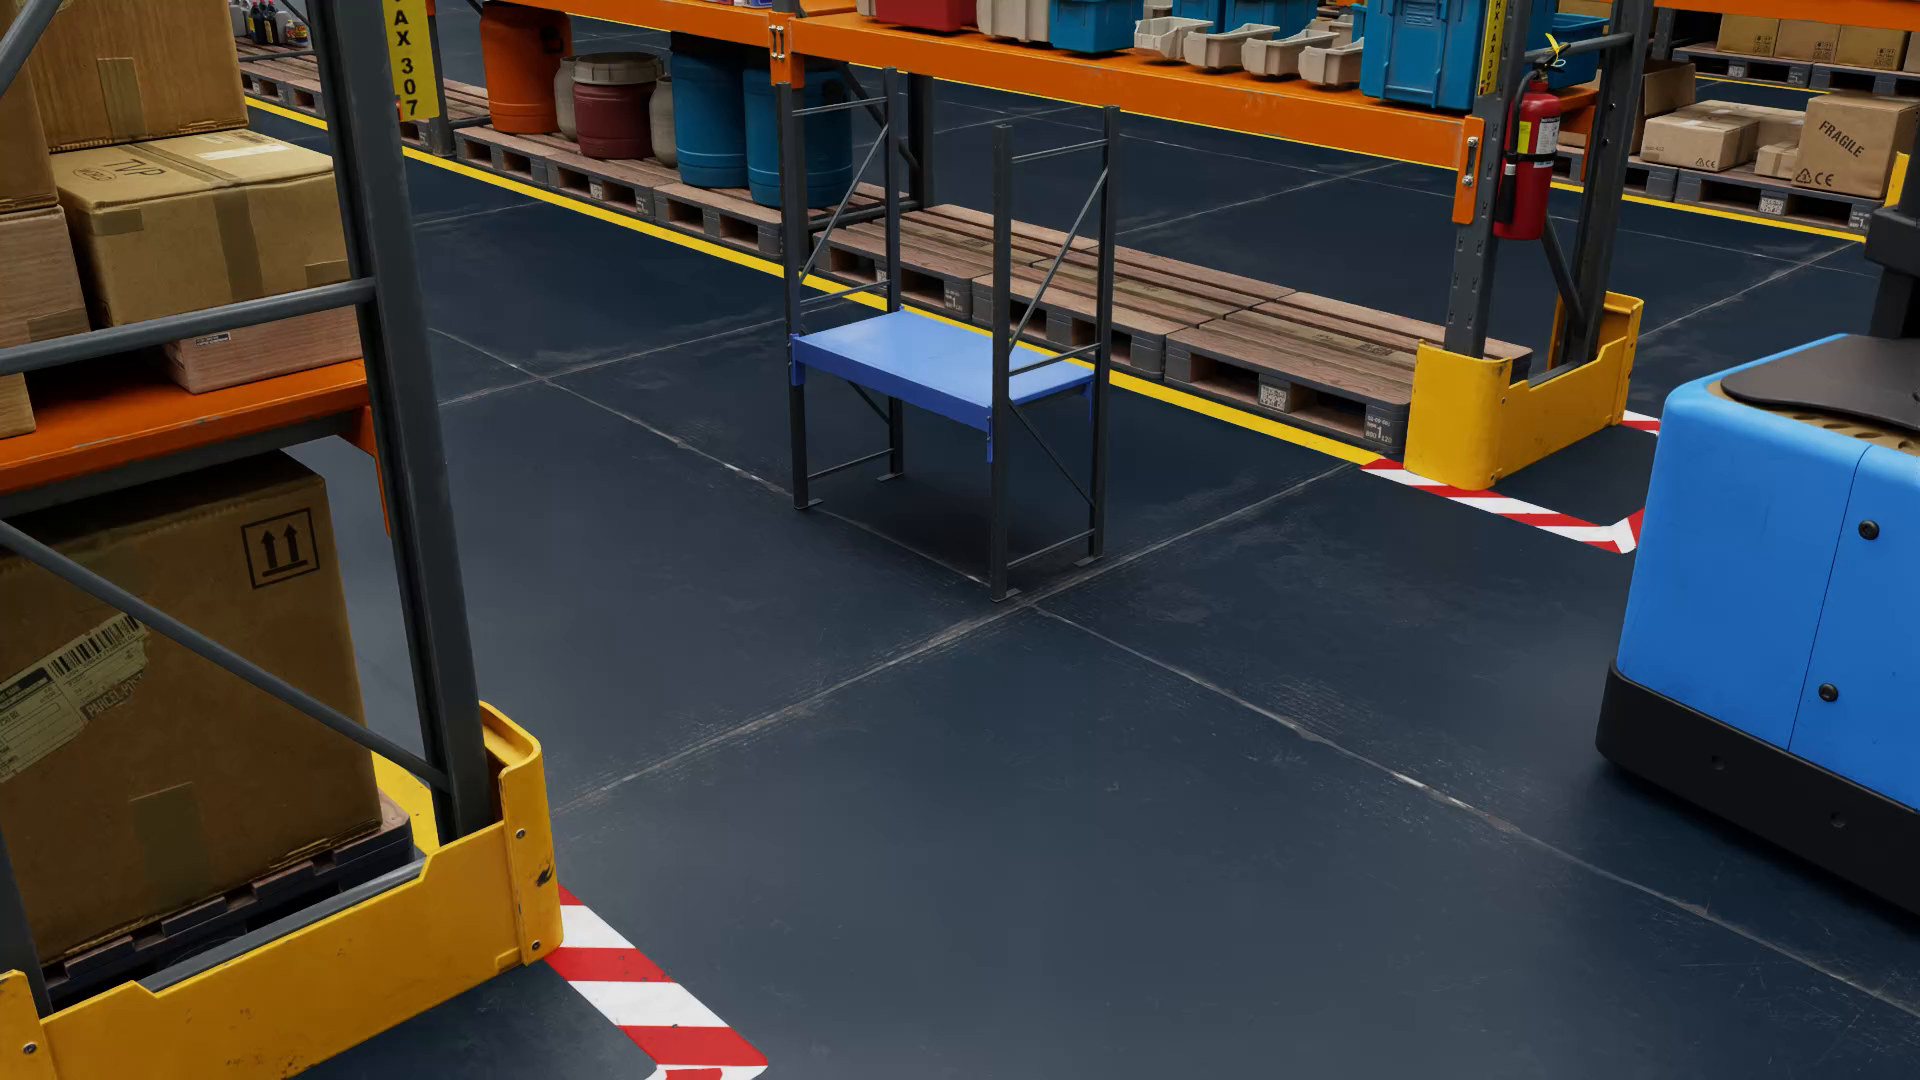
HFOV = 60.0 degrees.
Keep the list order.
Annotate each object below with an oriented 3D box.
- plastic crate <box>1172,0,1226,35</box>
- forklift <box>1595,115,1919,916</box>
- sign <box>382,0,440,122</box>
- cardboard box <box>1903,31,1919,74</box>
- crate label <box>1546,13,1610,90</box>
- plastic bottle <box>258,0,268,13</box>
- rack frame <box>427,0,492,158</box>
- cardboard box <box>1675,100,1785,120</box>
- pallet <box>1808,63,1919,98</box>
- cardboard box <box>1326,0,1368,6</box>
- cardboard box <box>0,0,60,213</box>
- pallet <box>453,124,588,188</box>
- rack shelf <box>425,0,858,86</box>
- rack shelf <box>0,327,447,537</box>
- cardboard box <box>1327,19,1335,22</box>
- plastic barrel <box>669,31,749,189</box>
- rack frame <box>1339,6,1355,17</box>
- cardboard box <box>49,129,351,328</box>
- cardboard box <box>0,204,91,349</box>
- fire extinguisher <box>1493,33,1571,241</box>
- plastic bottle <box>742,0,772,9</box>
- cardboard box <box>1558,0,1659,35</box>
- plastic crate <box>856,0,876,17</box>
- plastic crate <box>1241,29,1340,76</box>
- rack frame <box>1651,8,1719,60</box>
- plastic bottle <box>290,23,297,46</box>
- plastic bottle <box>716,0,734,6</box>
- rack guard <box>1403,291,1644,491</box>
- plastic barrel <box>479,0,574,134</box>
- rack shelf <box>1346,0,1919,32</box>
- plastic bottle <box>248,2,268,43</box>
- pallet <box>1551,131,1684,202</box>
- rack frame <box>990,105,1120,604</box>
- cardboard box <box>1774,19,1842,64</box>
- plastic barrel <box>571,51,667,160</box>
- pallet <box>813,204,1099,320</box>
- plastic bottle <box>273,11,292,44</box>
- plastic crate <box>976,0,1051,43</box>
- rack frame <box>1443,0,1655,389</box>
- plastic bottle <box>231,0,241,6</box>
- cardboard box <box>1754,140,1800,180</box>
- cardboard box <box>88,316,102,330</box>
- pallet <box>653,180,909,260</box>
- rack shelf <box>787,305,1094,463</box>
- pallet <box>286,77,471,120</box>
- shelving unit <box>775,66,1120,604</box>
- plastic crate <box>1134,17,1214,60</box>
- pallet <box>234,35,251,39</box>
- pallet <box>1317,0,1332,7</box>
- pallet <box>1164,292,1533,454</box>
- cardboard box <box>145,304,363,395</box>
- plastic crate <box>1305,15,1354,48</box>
[{"bbox_3d":[1.151,-2.365,7.449,0.416,0.233,0.300,-21,32,-38],"label":"plastic crate"},{"bbox_3d":[3.170,-0.914,4.221,3.031,2.935,1.130,-16,29,-32],"label":"forklift"},{"bbox_3d":[-1.022,-0.936,3.049,0.100,0.325,0.005,-21,32,-38],"label":"sign"},{"bbox_3d":[8.178,-4.107,13.645,0.500,0.500,0.700,23,33,40],"label":"cardboard box"},{"bbox_3d":[2.256,-1.875,6.375,0.416,0.233,0.303,-21,32,-38],"label":"crate label"},{"bbox_3d":[-6.395,-4.805,15.331,0.185,0.351,0.144,22,33,40],"label":"plastic bottle"},{"bbox_3d":[-3.284,-4.179,11.297,1.000,3.000,0.127,-21,32,-38],"label":"rack frame"},{"bbox_3d":[4.955,-2.657,10.743,0.500,0.250,0.500,-21,32,-38],"label":"cardboard box"},{"bbox_3d":[7.983,-3.887,14.016,1.003,0.211,1.213,-21,32,-38],"label":"pallet"},{"bbox_3d":[4.355,-5.943,17.246,0.750,0.750,0.750,-22,32,-39],"label":"cardboard box"},{"bbox_3d":[-1.956,-0.832,2.878,0.500,0.500,0.500,-21,32,-38],"label":"cardboard box"},{"bbox_3d":[-2.714,-2.683,11.378,1.003,0.211,1.213,-21,32,-38],"label":"pallet"},{"bbox_3d":[-1.917,-3.246,10.118,1.077,0.370,4.000,-21,32,-38],"label":"rack shelf"},{"bbox_3d":[-2.798,-0.629,4.381,1.077,0.370,4.000,-21,32,-38],"label":"rack shelf"},{"bbox_3d":[2.916,-3.650,12.618,0.500,0.500,0.500,22,33,39],"label":"cardboard box"},{"bbox_3d":[-1.393,-2.588,9.831,0.600,0.901,0.708,-21,32,-38],"label":"plastic barrel"},{"bbox_3d":[3.069,-4.371,11.718,1.000,3.000,0.127,-21,32,-38],"label":"rack frame"},{"bbox_3d":[-1.562,-0.639,3.360,0.500,0.250,0.500,-22,33,-40],"label":"cardboard box"},{"bbox_3d":[-1.956,-0.489,3.030,0.500,0.250,0.500,-22,32,-39],"label":"cardboard box"},{"bbox_3d":[1.956,-1.376,5.695,0.296,0.674,0.183,-21,32,-38],"label":"fire extinguisher"},{"bbox_3d":[-1.055,-2.939,8.727,0.152,0.276,0.135,-21,32,-38],"label":"plastic bottle"},{"bbox_3d":[6.143,-5.151,15.511,0.750,0.750,0.750,-21,32,-38],"label":"cardboard box"},{"bbox_3d":[-0.336,-2.693,8.285,0.396,0.136,0.243,-21,32,-38],"label":"plastic crate"},{"bbox_3d":[1.307,-1.950,6.657,0.396,0.136,0.243,-21,32,-38],"label":"plastic crate"},{"bbox_3d":[6.682,-5.778,14.801,1.000,3.000,0.127,-21,32,-38],"label":"rack frame"},{"bbox_3d":[-5.985,-4.570,14.994,0.097,0.201,0.097,0,25,0],"label":"plastic bottle"},{"bbox_3d":[-1.246,-2.999,8.851,0.061,0.283,0.133,-21,32,-38],"label":"plastic bottle"},{"bbox_3d":[2.210,-0.615,6.495,1.175,0.500,0.348,-21,32,-38],"label":"rack guard"},{"bbox_3d":[-2.937,-3.239,11.346,0.600,0.830,0.708,-21,32,-38],"label":"plastic barrel"},{"bbox_3d":[4.436,-3.438,10.539,1.077,0.370,4.000,-21,32,-38],"label":"rack shelf"},{"bbox_3d":[-6.372,-4.707,15.116,0.144,0.351,0.185,-21,32,-38],"label":"plastic bottle"},{"bbox_3d":[4.375,-2.524,11.030,1.003,0.211,1.213,-21,32,-38],"label":"pallet"},{"bbox_3d":[0.289,-0.554,5.158,0.500,1.500,0.032,-21,32,-38],"label":"rack frame"},{"bbox_3d":[7.459,-4.423,14.336,0.700,0.500,0.500,-22,32,-39],"label":"cardboard box"},{"bbox_3d":[-2.165,-2.788,10.646,0.600,0.588,0.708,-21,32,-38],"label":"plastic barrel"},{"bbox_3d":[-0.019,-1.487,8.755,1.003,0.211,1.213,-21,32,-38],"label":"pallet"},{"bbox_3d":[-6.156,-4.663,15.109,0.152,0.276,0.135,-20,31,-37],"label":"plastic bottle"},{"bbox_3d":[0.360,-2.426,7.524,0.437,0.282,0.530,-21,32,-38],"label":"plastic crate"},{"bbox_3d":[2.184,-1.755,5.984,1.000,3.000,0.127,-21,32,-38],"label":"rack frame"},{"bbox_3d":[-6.813,-4.991,15.737,0.144,0.351,0.185,-20,31,-36],"label":"plastic bottle"},{"bbox_3d":[5.040,-2.314,10.091,0.380,0.166,0.250,-21,32,-38],"label":"cardboard box"},{"bbox_3d":[-1.785,-0.592,3.736,0.380,0.149,0.250,-22,33,-40],"label":"cardboard box"},{"bbox_3d":[-1.047,-1.944,9.757,1.003,0.211,1.213,-21,32,-38],"label":"pallet"},{"bbox_3d":[-0.058,-0.545,5.570,0.538,0.185,1.000,-21,32,-38],"label":"rack shelf"},{"bbox_3d":[-4.614,-3.526,13.224,1.003,0.211,1.213,-21,32,-38],"label":"pallet"},{"bbox_3d":[-0.058,-0.708,5.495,0.538,1.500,1.048,-21,32,-38],"label":"shelving unit"},{"bbox_3d":[0.883,-2.112,7.011,0.298,0.136,0.250,-21,32,-38],"label":"plastic crate"},{"bbox_3d":[-7.284,-4.707,15.814,1.003,0.211,1.213,-21,32,-38],"label":"pallet"},{"bbox_3d":[3.415,-5.958,18.556,1.003,0.211,1.213,-21,32,-38],"label":"pallet"},{"bbox_3d":[1.649,-0.748,7.134,1.003,0.211,1.213,-21,32,-38],"label":"pallet"},{"bbox_3d":[-1.433,-0.437,3.397,0.380,0.149,0.250,-21,32,-38],"label":"cardboard box"},{"bbox_3d":[1.633,-2.157,7.110,0.250,0.136,0.298,-21,32,-38],"label":"plastic crate"}]
